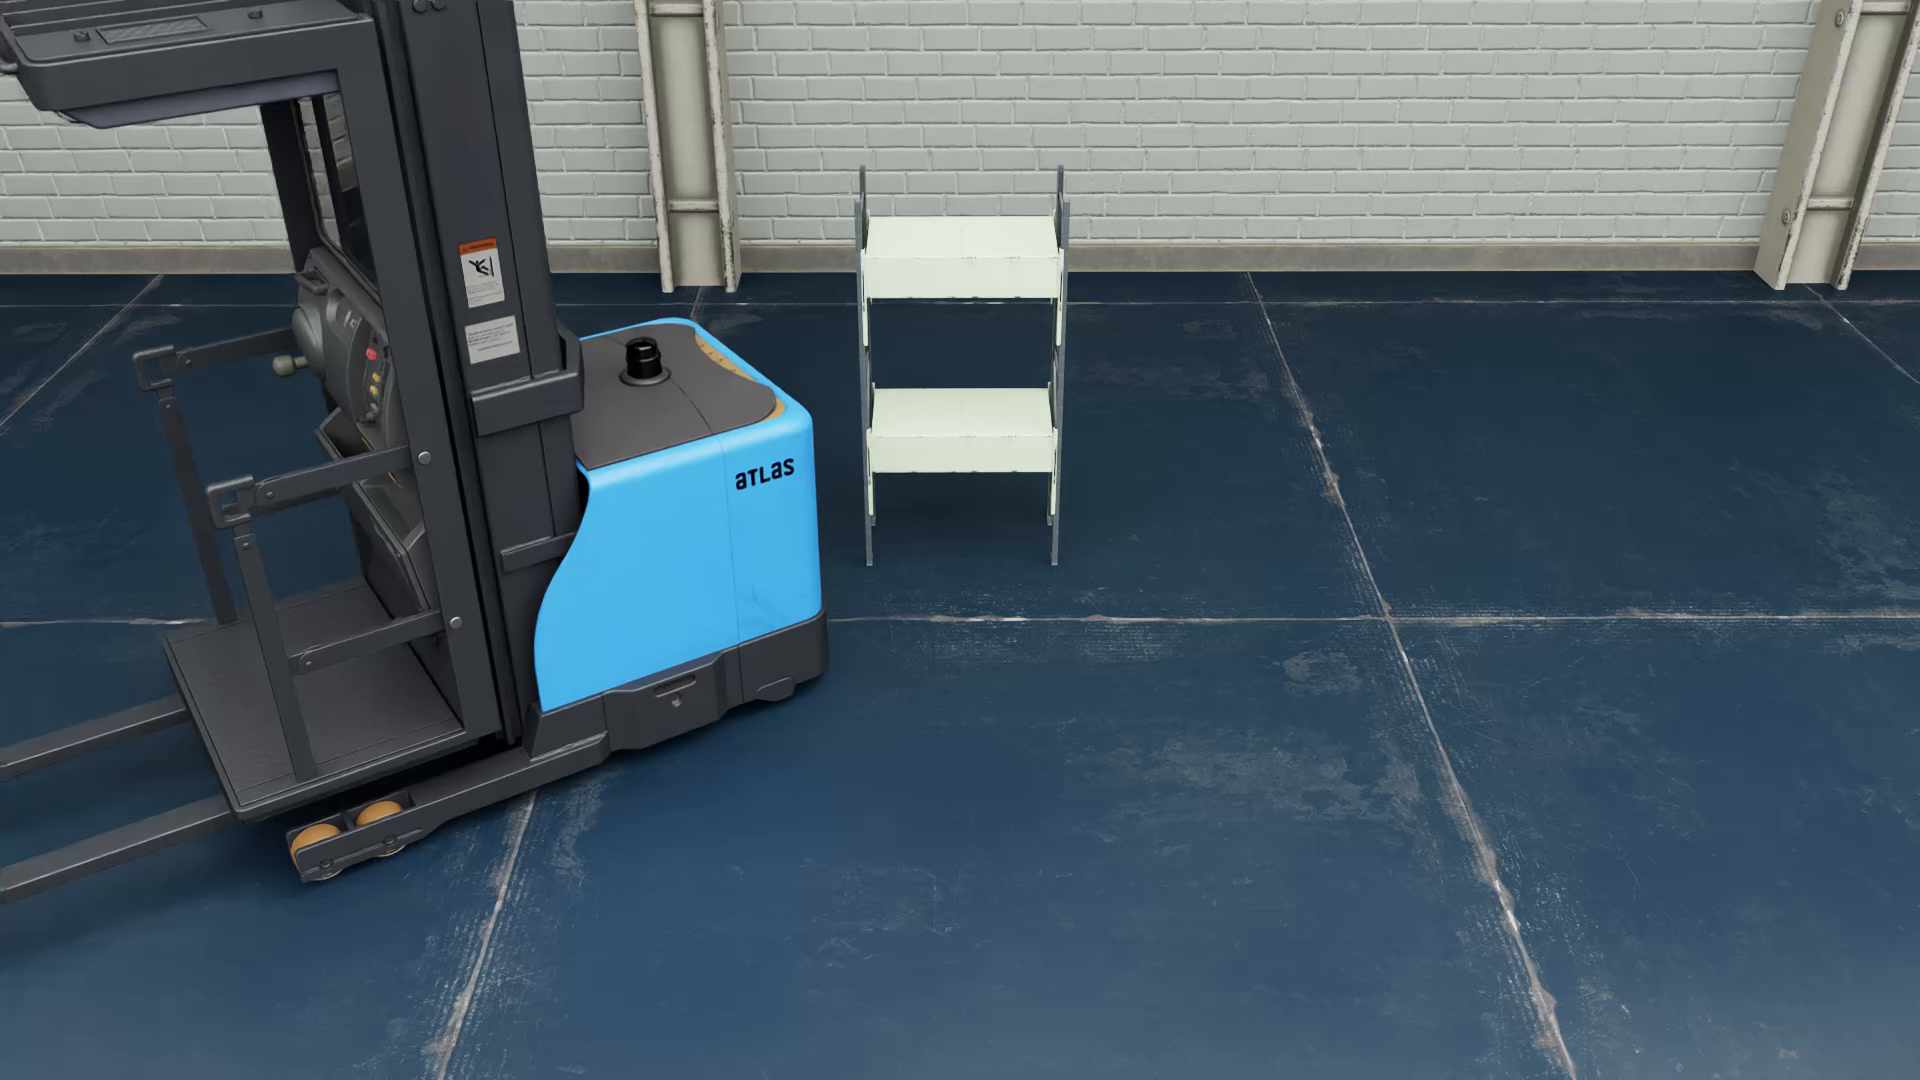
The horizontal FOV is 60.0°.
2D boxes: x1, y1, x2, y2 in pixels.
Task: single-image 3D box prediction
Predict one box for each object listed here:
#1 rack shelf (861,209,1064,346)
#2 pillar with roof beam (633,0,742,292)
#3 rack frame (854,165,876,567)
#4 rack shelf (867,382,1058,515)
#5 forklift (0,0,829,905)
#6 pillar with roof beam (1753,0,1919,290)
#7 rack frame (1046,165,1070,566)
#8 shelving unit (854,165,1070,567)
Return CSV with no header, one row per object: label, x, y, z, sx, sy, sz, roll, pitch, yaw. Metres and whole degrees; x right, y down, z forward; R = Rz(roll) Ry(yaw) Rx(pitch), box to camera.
rack shelf,0.007,-0.975,6.159,0.720,0.370,0.431,0,31,0
pillar with roof beam,-1.379,-3.028,3.066,0.400,9.000,9.100,0,31,0
rack frame,-0.359,-0.640,6.359,0.023,1.500,0.400,0,31,0
rack shelf,0.007,-0.363,6.530,0.720,0.370,0.431,0,31,0
forklift,-1.977,-0.534,4.805,3.031,2.935,1.130,-19,36,-28
pillar with roof beam,4.621,-3.047,3.097,0.400,9.000,9.100,0,31,0
rack frame,0.373,-0.642,6.363,0.023,1.500,0.400,0,31,0
shelving unit,0.007,-0.641,6.361,0.755,1.500,0.431,0,31,0
